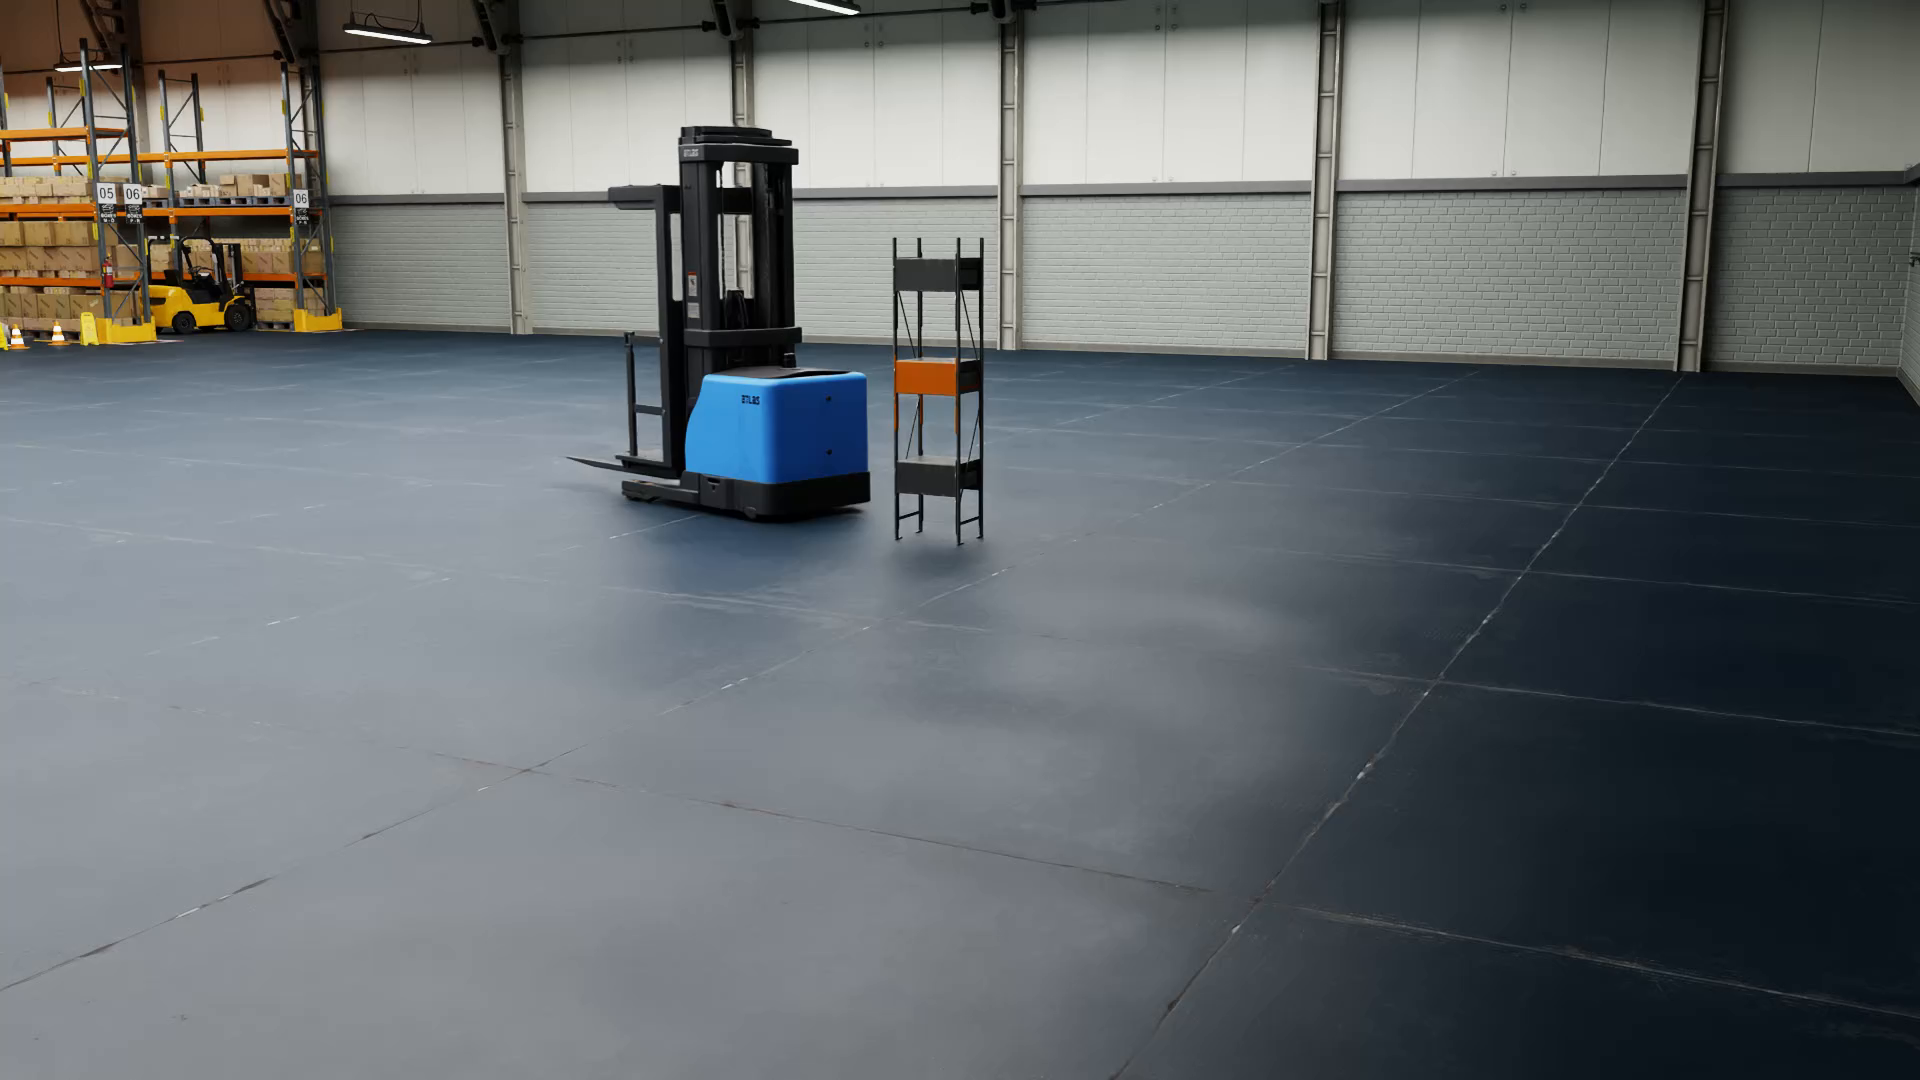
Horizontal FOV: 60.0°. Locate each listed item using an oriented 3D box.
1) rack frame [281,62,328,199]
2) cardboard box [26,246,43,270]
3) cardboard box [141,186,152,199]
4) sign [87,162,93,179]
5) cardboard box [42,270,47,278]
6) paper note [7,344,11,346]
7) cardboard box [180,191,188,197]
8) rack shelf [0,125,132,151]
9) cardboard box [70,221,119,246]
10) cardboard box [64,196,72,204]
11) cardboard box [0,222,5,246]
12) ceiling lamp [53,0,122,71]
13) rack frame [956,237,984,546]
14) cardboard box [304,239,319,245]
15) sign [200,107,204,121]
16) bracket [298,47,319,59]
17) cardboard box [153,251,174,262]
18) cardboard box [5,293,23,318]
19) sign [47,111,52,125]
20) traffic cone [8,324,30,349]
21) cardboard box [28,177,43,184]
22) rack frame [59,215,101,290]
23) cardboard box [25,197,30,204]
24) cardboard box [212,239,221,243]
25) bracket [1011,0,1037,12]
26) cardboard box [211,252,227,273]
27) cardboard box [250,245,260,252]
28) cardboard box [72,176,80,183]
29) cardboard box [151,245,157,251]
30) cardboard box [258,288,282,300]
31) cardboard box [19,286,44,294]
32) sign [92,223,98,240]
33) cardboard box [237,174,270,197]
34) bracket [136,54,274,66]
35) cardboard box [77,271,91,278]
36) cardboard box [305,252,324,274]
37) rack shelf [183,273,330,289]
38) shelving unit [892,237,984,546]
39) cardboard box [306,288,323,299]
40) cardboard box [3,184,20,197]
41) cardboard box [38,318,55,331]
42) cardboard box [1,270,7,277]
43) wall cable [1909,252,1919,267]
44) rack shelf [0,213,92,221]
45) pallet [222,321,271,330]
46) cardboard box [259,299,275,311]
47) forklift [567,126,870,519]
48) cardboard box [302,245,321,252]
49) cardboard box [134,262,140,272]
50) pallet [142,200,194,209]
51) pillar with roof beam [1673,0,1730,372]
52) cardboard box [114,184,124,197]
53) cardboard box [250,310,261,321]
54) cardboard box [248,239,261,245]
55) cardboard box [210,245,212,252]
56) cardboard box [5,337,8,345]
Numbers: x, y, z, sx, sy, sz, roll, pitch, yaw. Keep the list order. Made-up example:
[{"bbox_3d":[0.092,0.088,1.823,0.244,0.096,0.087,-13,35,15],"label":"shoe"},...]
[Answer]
[{"bbox_3d":[-14.961,-9.320,37.957,0.127,3.000,1.000,5,11,26],"label":"rack frame"},{"bbox_3d":[-19.103,-5.892,34.748,0.500,0.500,0.500,5,11,26],"label":"cardboard box"},{"bbox_3d":[-19.993,-8.450,40.362,0.500,0.311,0.500,5,11,24],"label":"cardboard box"},{"bbox_3d":[-17.417,-7.399,33.283,0.005,0.325,0.100,5,11,26],"label":"sign"},{"bbox_3d":[-18.946,-5.570,34.789,0.250,0.149,0.380,5,11,26],"label":"cardboard box"},{"bbox_3d":[-18.882,-3.870,33.029,0.142,0.019,0.148,1,10,6],"label":"paper note"},{"bbox_3d":[-18.280,-8.207,39.479,0.250,0.149,0.380,5,12,27],"label":"cardboard box"},{"bbox_3d":[-18.947,-8.329,34.511,4.000,0.370,1.077,5,11,26],"label":"rack shelf"},{"bbox_3d":[-17.709,-6.268,34.015,0.500,0.500,0.700,5,11,24],"label":"cardboard box"},{"bbox_3d":[-18.059,-6.951,33.999,0.250,0.149,0.380,5,12,28],"label":"cardboard box"},{"bbox_3d":[-19.994,-6.464,35.102,0.500,0.500,0.700,5,11,26],"label":"cardboard box"},{"bbox_3d":[-19.397,-12.145,37.180,2.000,3.185,0.800,5,11,26],"label":"ceiling lamp"},{"bbox_3d":[0.070,-1.027,11.509,0.015,2.100,0.400,5,11,26],"label":"rack frame"},{"bbox_3d":[-15.168,-6.943,38.733,0.250,0.149,0.380,5,11,25],"label":"cardboard box"},{"bbox_3d":[-18.281,-10.259,40.081,0.005,0.325,0.100,5,11,26],"label":"sign"},{"bbox_3d":[-14.971,-11.200,38.241,0.430,0.232,0.235,5,11,26],"label":"bracket"},{"bbox_3d":[-19.102,-6.853,40.190,0.500,0.250,0.500,5,11,25],"label":"cardboard box"},{"bbox_3d":[-19.846,-4.983,35.274,0.500,0.500,0.500,6,12,28],"label":"cardboard box"},{"bbox_3d":[-22.367,-10.361,40.867,0.005,0.325,0.100,5,11,26],"label":"sign"},{"bbox_3d":[-18.297,-3.950,32.257,0.334,0.463,0.336,5,11,26],"label":"traffic cone"},{"bbox_3d":[-18.978,-7.414,34.319,0.250,0.149,0.380,5,12,27],"label":"cardboard box"},{"bbox_3d":[-22.135,-6.998,41.975,0.127,3.000,1.000,5,11,26],"label":"rack frame"},{"bbox_3d":[-19.185,-7.057,34.581,0.250,0.149,0.380,5,11,26],"label":"cardboard box"},{"bbox_3d":[-17.456,-7.048,39.310,0.250,0.149,0.380,5,11,25],"label":"cardboard box"},{"bbox_3d":[1.171,-9.782,30.404,0.430,0.232,0.235,5,11,26],"label":"bracket"},{"bbox_3d":[-17.337,-6.577,39.369,0.500,0.500,0.500,5,11,25],"label":"cardboard box"},{"bbox_3d":[-16.321,-6.799,38.773,0.250,0.149,0.380,5,11,24],"label":"cardboard box"},{"bbox_3d":[-17.802,-7.325,33.827,0.250,0.149,0.380,5,12,27],"label":"cardboard box"},{"bbox_3d":[-19.388,-7.088,40.369,0.250,0.149,0.380,5,11,26],"label":"cardboard box"},{"bbox_3d":[-15.972,-5.739,38.752,0.500,0.250,0.500,5,12,27],"label":"cardboard box"},{"bbox_3d":[-19.541,-5.262,34.995,0.250,0.149,0.380,6,12,29],"label":"cardboard box"},{"bbox_3d":[-17.417,-6.213,33.498,0.005,0.325,0.100,5,11,26],"label":"sign"},{"bbox_3d":[-16.340,-8.241,38.681,0.500,0.500,0.700,5,11,26],"label":"cardboard box"},{"bbox_3d":[-18.026,-11.469,39.725,4.783,0.066,0.076,5,11,26],"label":"bracket"},{"bbox_3d":[-17.860,-5.449,34.119,0.250,0.149,0.380,5,11,25],"label":"cardboard box"},{"bbox_3d":[-15.282,-6.500,38.944,0.500,0.500,0.500,5,12,28],"label":"cardboard box"},{"bbox_3d":[-16.755,-6.171,39.427,4.000,0.370,1.077,5,11,26],"label":"rack shelf"},{"bbox_3d":[-0.148,-1.046,11.615,0.503,2.100,0.431,5,11,26],"label":"shelving unit"},{"bbox_3d":[-15.308,-5.782,38.986,0.500,0.250,0.500,5,11,25],"label":"cardboard box"},{"bbox_3d":[-19.558,-7.279,34.692,0.500,0.250,0.500,5,11,26],"label":"cardboard box"},{"bbox_3d":[-18.931,-4.532,34.887,0.500,0.250,0.500,5,11,24],"label":"cardboard box"},{"bbox_3d":[-20.099,-5.663,35.301,0.250,0.149,0.380,5,11,26],"label":"cardboard box"},{"bbox_3d":[13.774,-5.183,23.821,0.112,2.526,3.097,5,11,26],"label":"wall cable"},{"bbox_3d":[-23.929,-8.278,42.643,4.000,0.370,1.077,5,11,26],"label":"rack shelf"},{"bbox_3d":[-16.755,-5.146,39.568,1.213,0.211,1.003,5,11,26],"label":"pallet"},{"bbox_3d":[-15.981,-5.497,38.819,0.500,0.250,0.500,5,11,25],"label":"cardboard box"},{"bbox_3d":[-2.107,-1.799,13.438,3.031,2.935,1.130,10,14,44],"label":"forklift"},{"bbox_3d":[-15.150,-6.804,38.802,0.250,0.149,0.380,5,11,24],"label":"cardboard box"},{"bbox_3d":[-20.001,-6.690,40.692,0.500,0.250,0.500,5,11,26],"label":"cardboard box"},{"bbox_3d":[-19.345,-8.132,40.356,1.217,0.209,0.805,5,11,24],"label":"pallet"},{"bbox_3d":[9.812,-6.467,22.195,0.400,9.000,9.100,5,11,26],"label":"pillar with roof beam"},{"bbox_3d":[-17.487,-7.205,34.284,0.500,0.250,0.500,5,11,25],"label":"cardboard box"},{"bbox_3d":[-16.409,-5.290,39.076,0.500,0.250,0.500,5,11,26],"label":"cardboard box"},{"bbox_3d":[-16.330,-6.942,38.728,0.250,0.149,0.380,5,12,27],"label":"cardboard box"},{"bbox_3d":[-17.477,-6.896,39.307,0.250,0.149,0.380,5,11,25],"label":"cardboard box"},{"bbox_3d":[-19.222,-3.953,33.152,0.380,0.149,0.250,-7,12,-33],"label":"cardboard box"}]
